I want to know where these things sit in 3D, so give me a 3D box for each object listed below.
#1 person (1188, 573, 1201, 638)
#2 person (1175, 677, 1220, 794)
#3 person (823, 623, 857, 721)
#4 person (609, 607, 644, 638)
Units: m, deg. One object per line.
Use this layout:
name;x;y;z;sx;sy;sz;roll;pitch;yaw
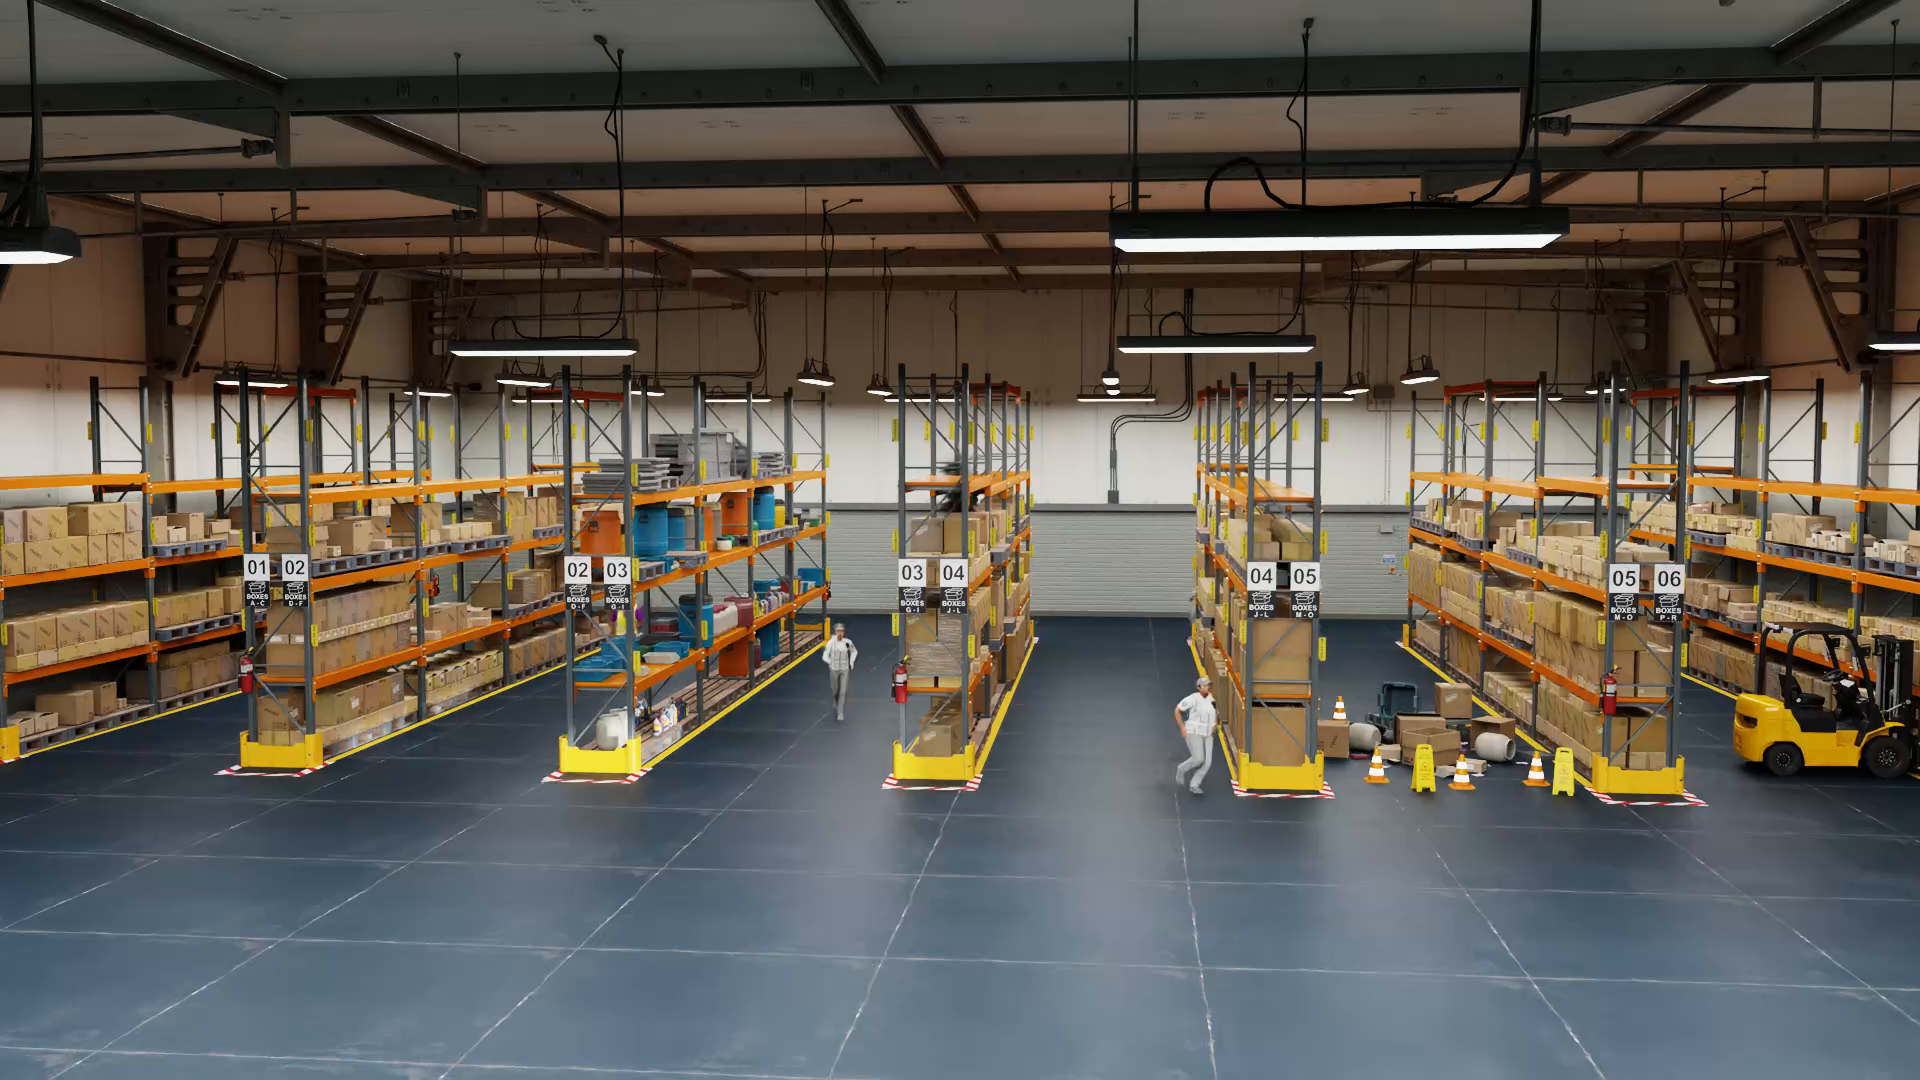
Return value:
person;5.880;1.578;40.681;0.610;1.679;0.613;0;4;4
person;3.375;2.719;23.167;0.656;1.603;0.480;-2;4;-30
person;-2.094;2.286;29.124;0.618;1.664;0.890;0;4;-7
person;-6.820;1.958;33.997;0.711;1.733;0.795;0;4;-4
